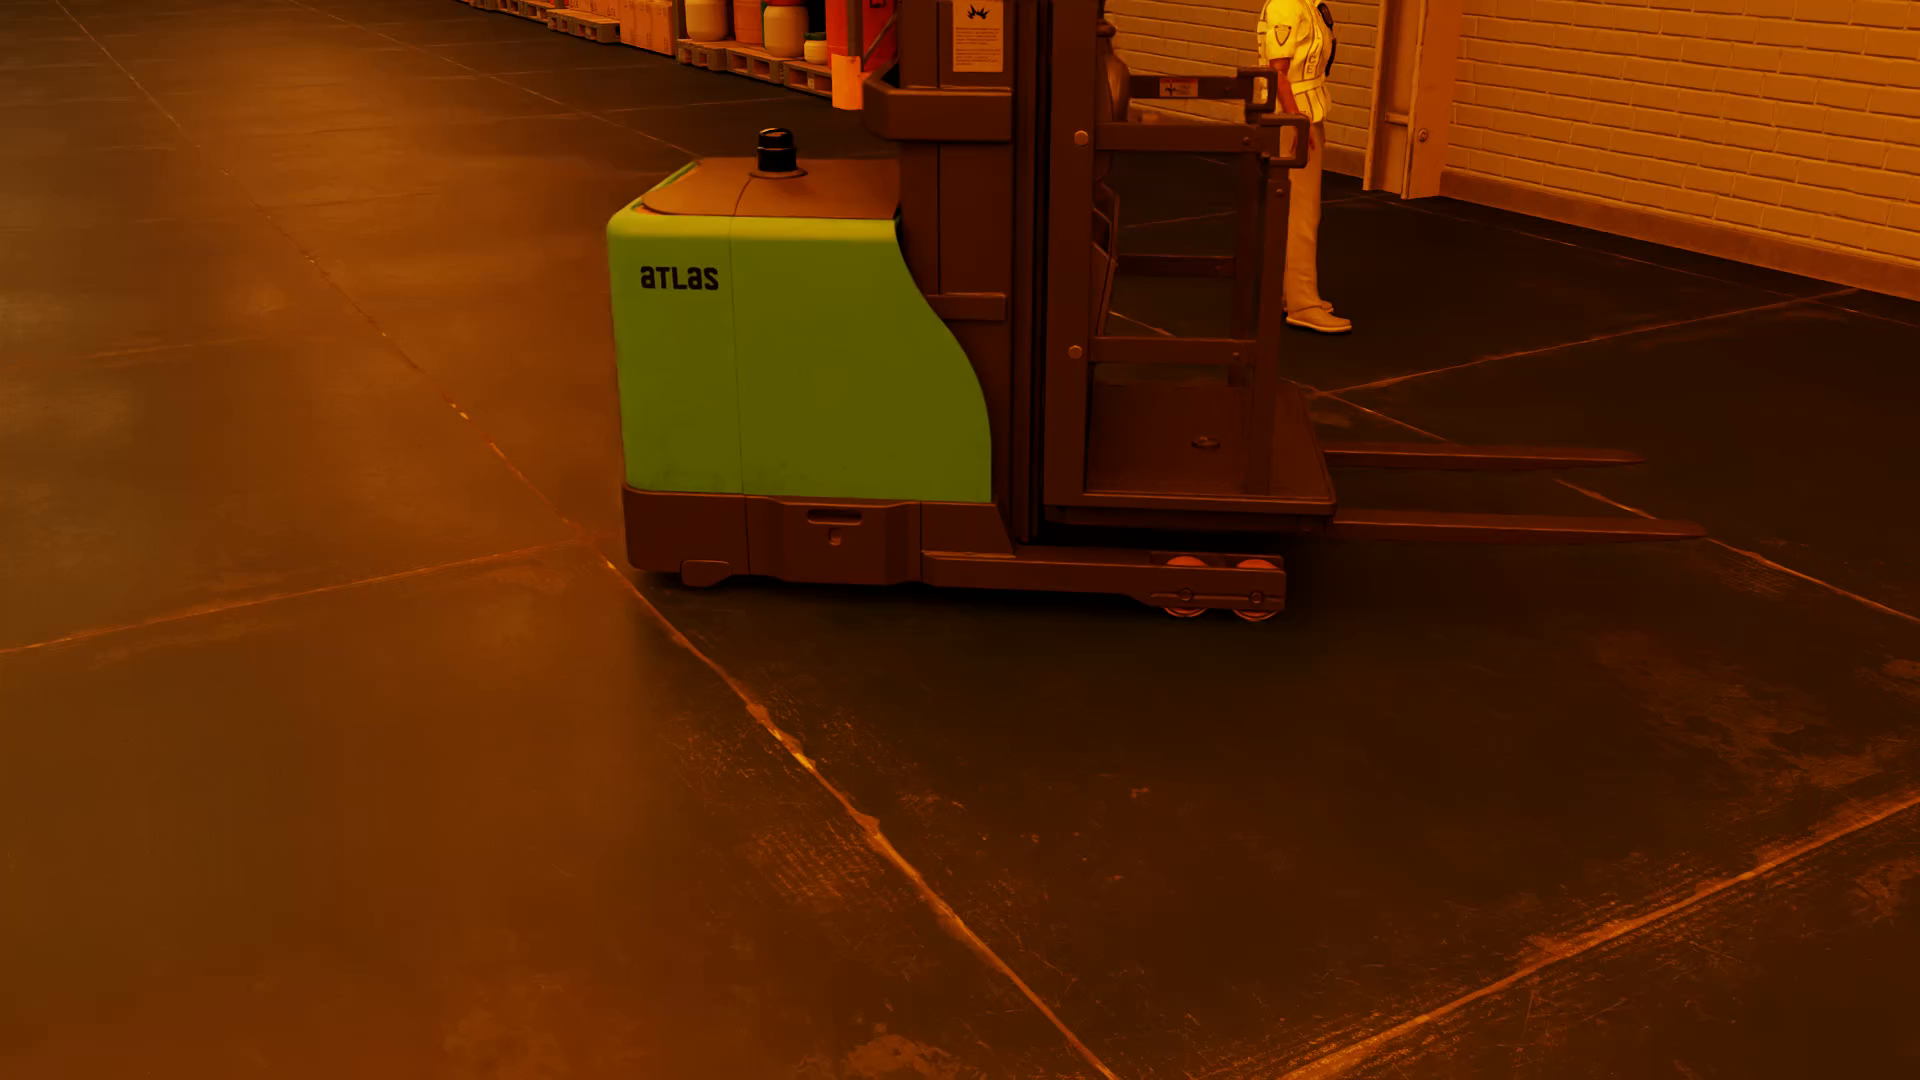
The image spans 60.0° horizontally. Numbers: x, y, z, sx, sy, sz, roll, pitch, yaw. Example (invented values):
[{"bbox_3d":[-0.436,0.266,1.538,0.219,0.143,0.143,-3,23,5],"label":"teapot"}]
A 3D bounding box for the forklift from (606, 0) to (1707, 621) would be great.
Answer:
[{"bbox_3d":[0.586,-1.345,4.552,3.031,2.935,1.130,2,22,5],"label":"forklift"}]

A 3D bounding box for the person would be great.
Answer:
[{"bbox_3d":[1.551,-1.816,7.310,0.531,1.695,0.568,7,23,17],"label":"person"}]
